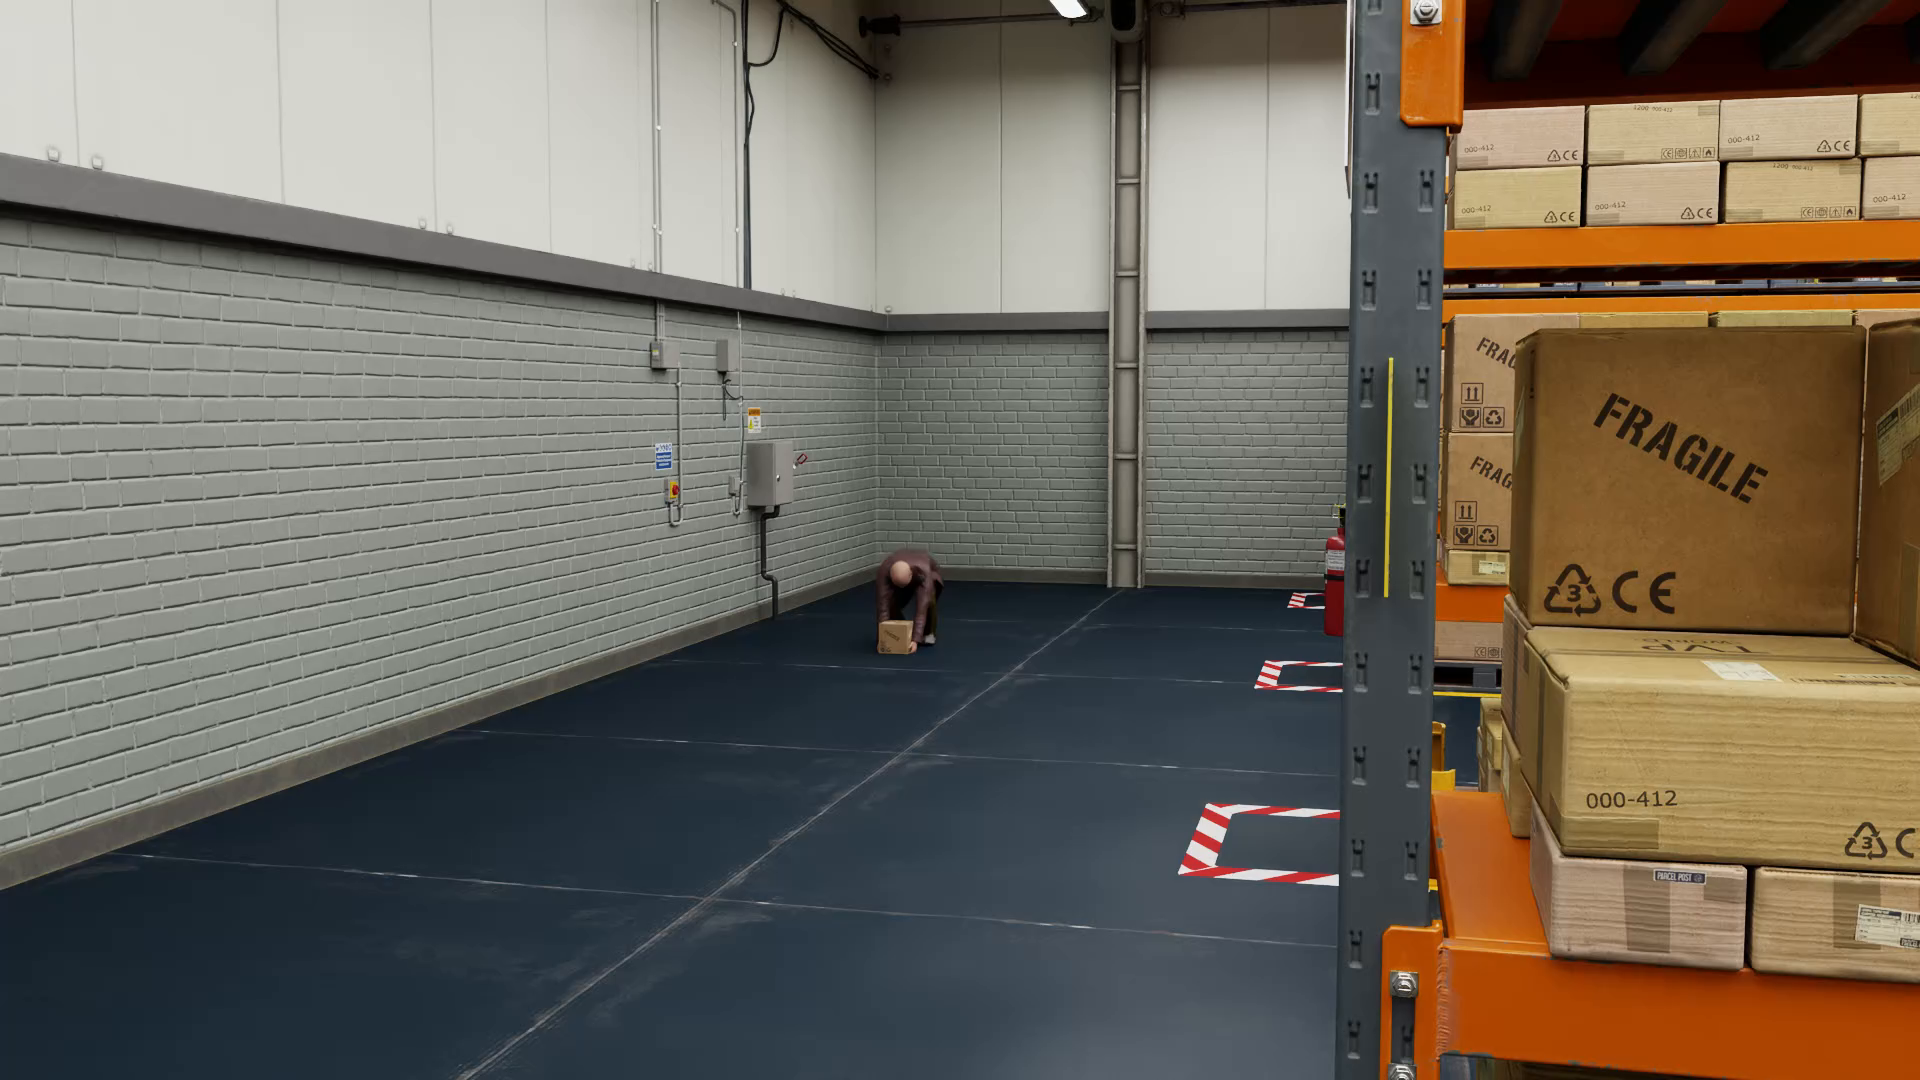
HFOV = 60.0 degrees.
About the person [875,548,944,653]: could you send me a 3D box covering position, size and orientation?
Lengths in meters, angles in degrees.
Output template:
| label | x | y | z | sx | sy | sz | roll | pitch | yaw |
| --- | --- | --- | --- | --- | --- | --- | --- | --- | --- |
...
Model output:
| label | x | y | z | sx | sy | sz | roll | pitch | yaw |
| --- | --- | --- | --- | --- | --- | --- | --- | --- | --- |
| person | -0.446 | 0.508 | 14.222 | 0.584 | 0.843 | 0.952 | 1 | 5 | 12 |
